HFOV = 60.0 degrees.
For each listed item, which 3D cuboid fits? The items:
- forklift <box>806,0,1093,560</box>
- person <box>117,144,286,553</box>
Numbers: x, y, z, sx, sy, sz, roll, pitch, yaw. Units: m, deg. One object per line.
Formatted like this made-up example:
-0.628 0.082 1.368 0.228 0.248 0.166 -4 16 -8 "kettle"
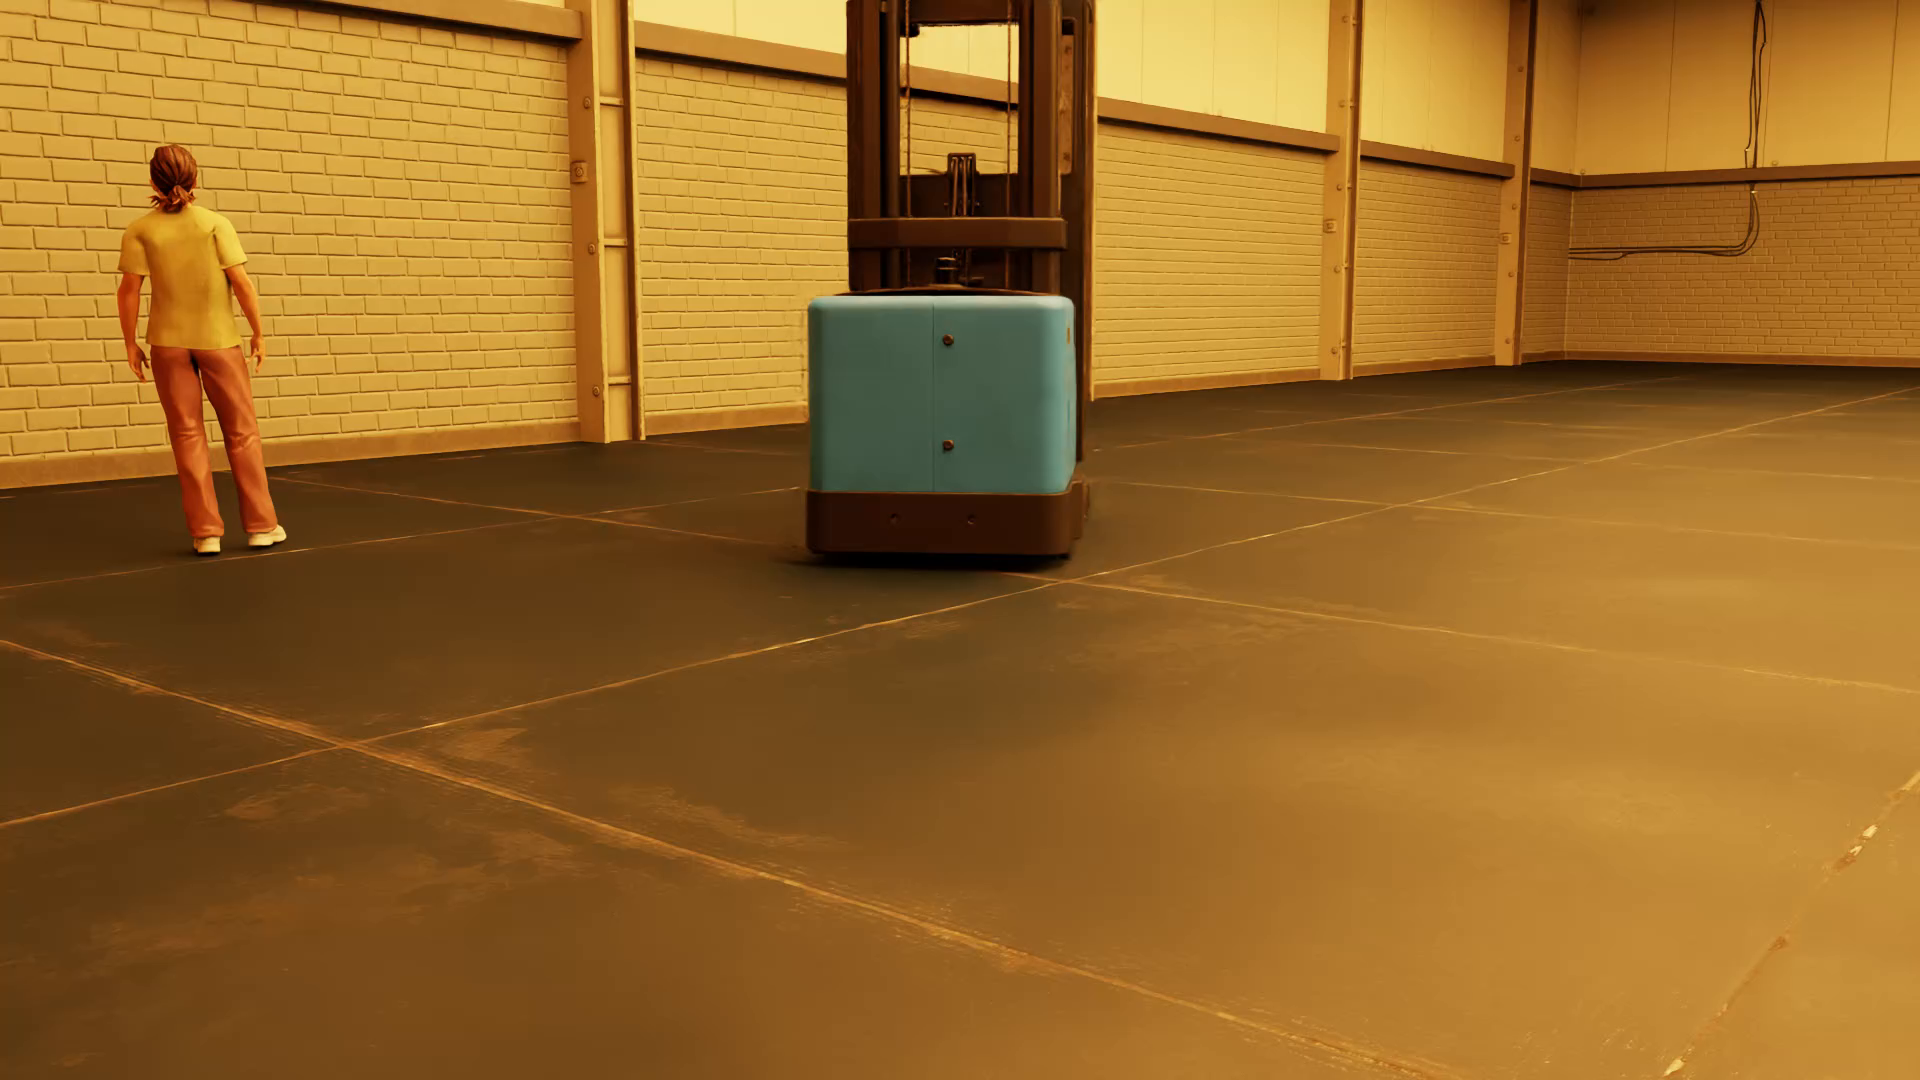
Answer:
0.059 -1.544 7.831 1.130 2.935 3.031 1 8 6 "forklift"
-3.177 -0.787 6.946 0.552 1.674 0.549 -3 9 -17 "person"
